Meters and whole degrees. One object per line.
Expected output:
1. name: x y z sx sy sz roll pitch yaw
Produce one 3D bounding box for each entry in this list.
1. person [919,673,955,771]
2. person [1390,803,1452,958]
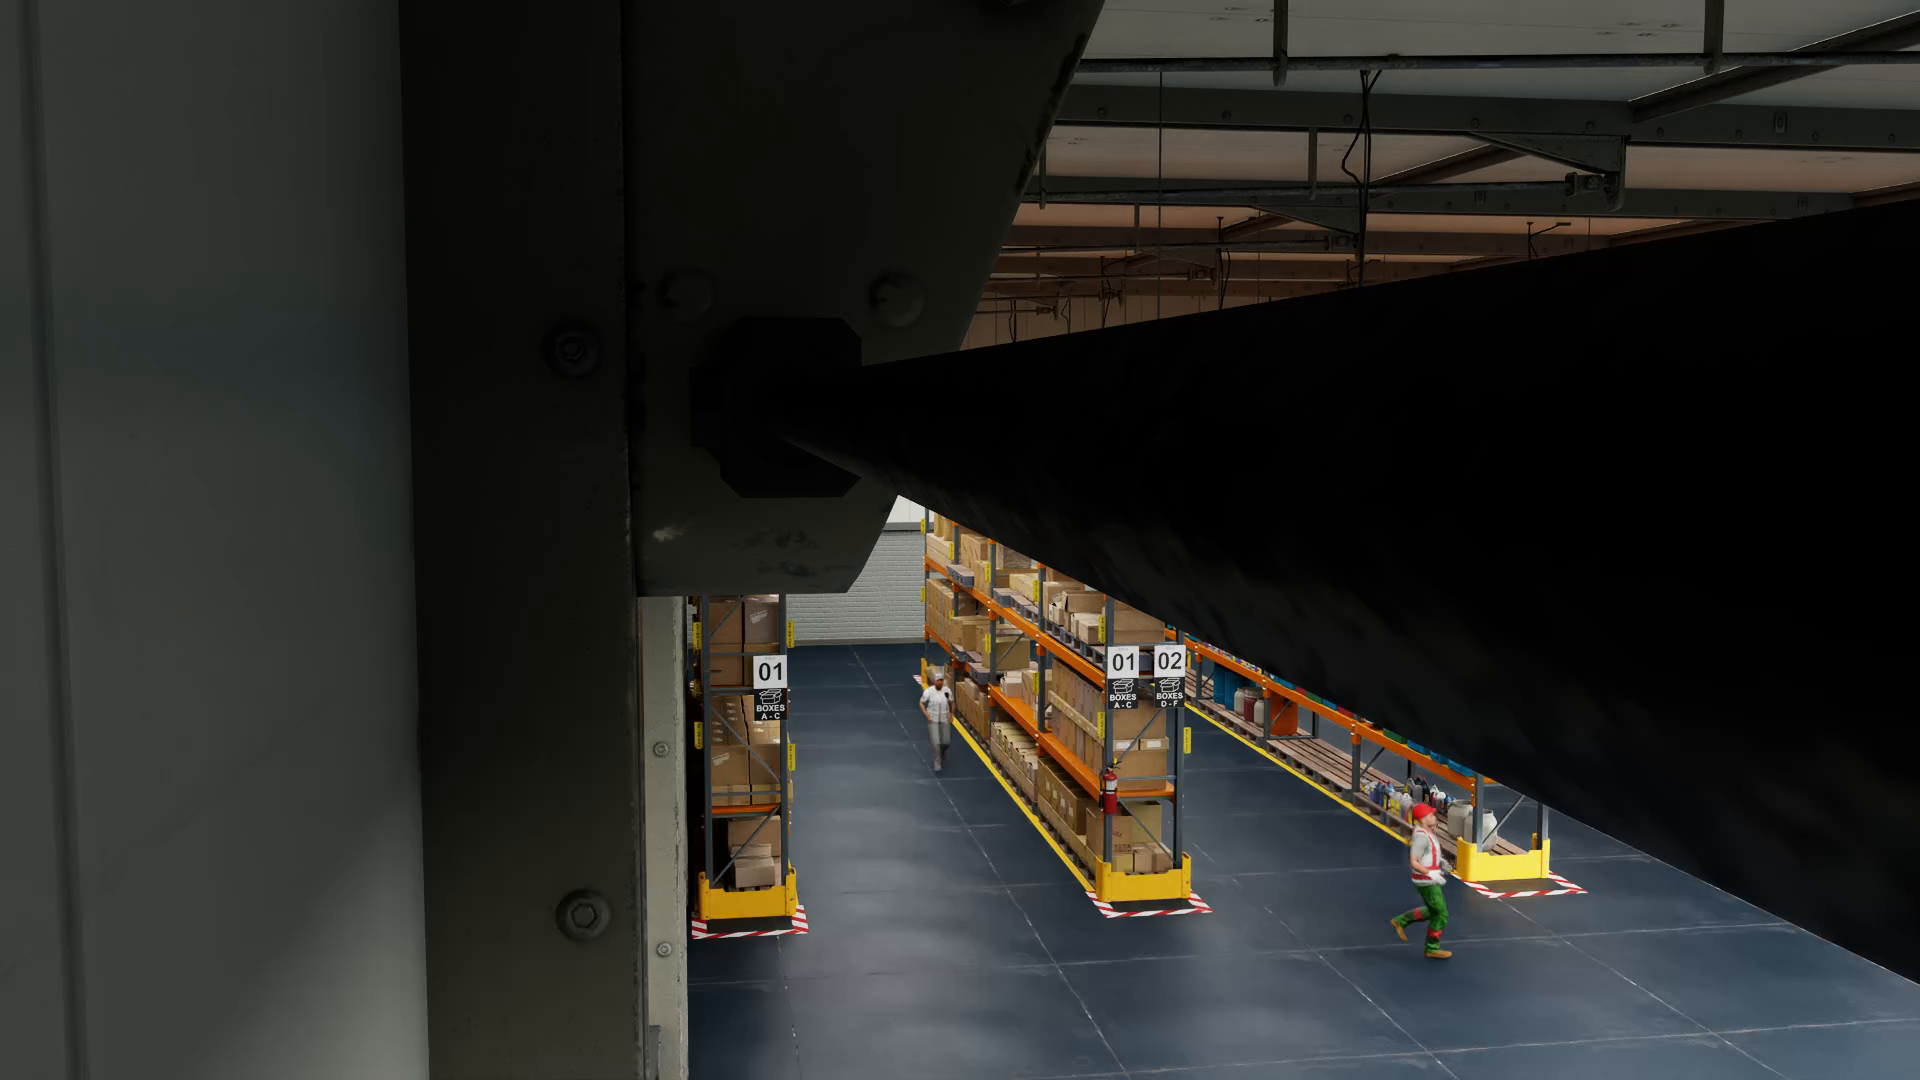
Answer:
1. person: -0.387 3.051 28.144 0.623 1.639 0.531 -1 5 -11
2. person: 5.193 3.818 18.688 0.690 1.741 0.658 2 5 19
